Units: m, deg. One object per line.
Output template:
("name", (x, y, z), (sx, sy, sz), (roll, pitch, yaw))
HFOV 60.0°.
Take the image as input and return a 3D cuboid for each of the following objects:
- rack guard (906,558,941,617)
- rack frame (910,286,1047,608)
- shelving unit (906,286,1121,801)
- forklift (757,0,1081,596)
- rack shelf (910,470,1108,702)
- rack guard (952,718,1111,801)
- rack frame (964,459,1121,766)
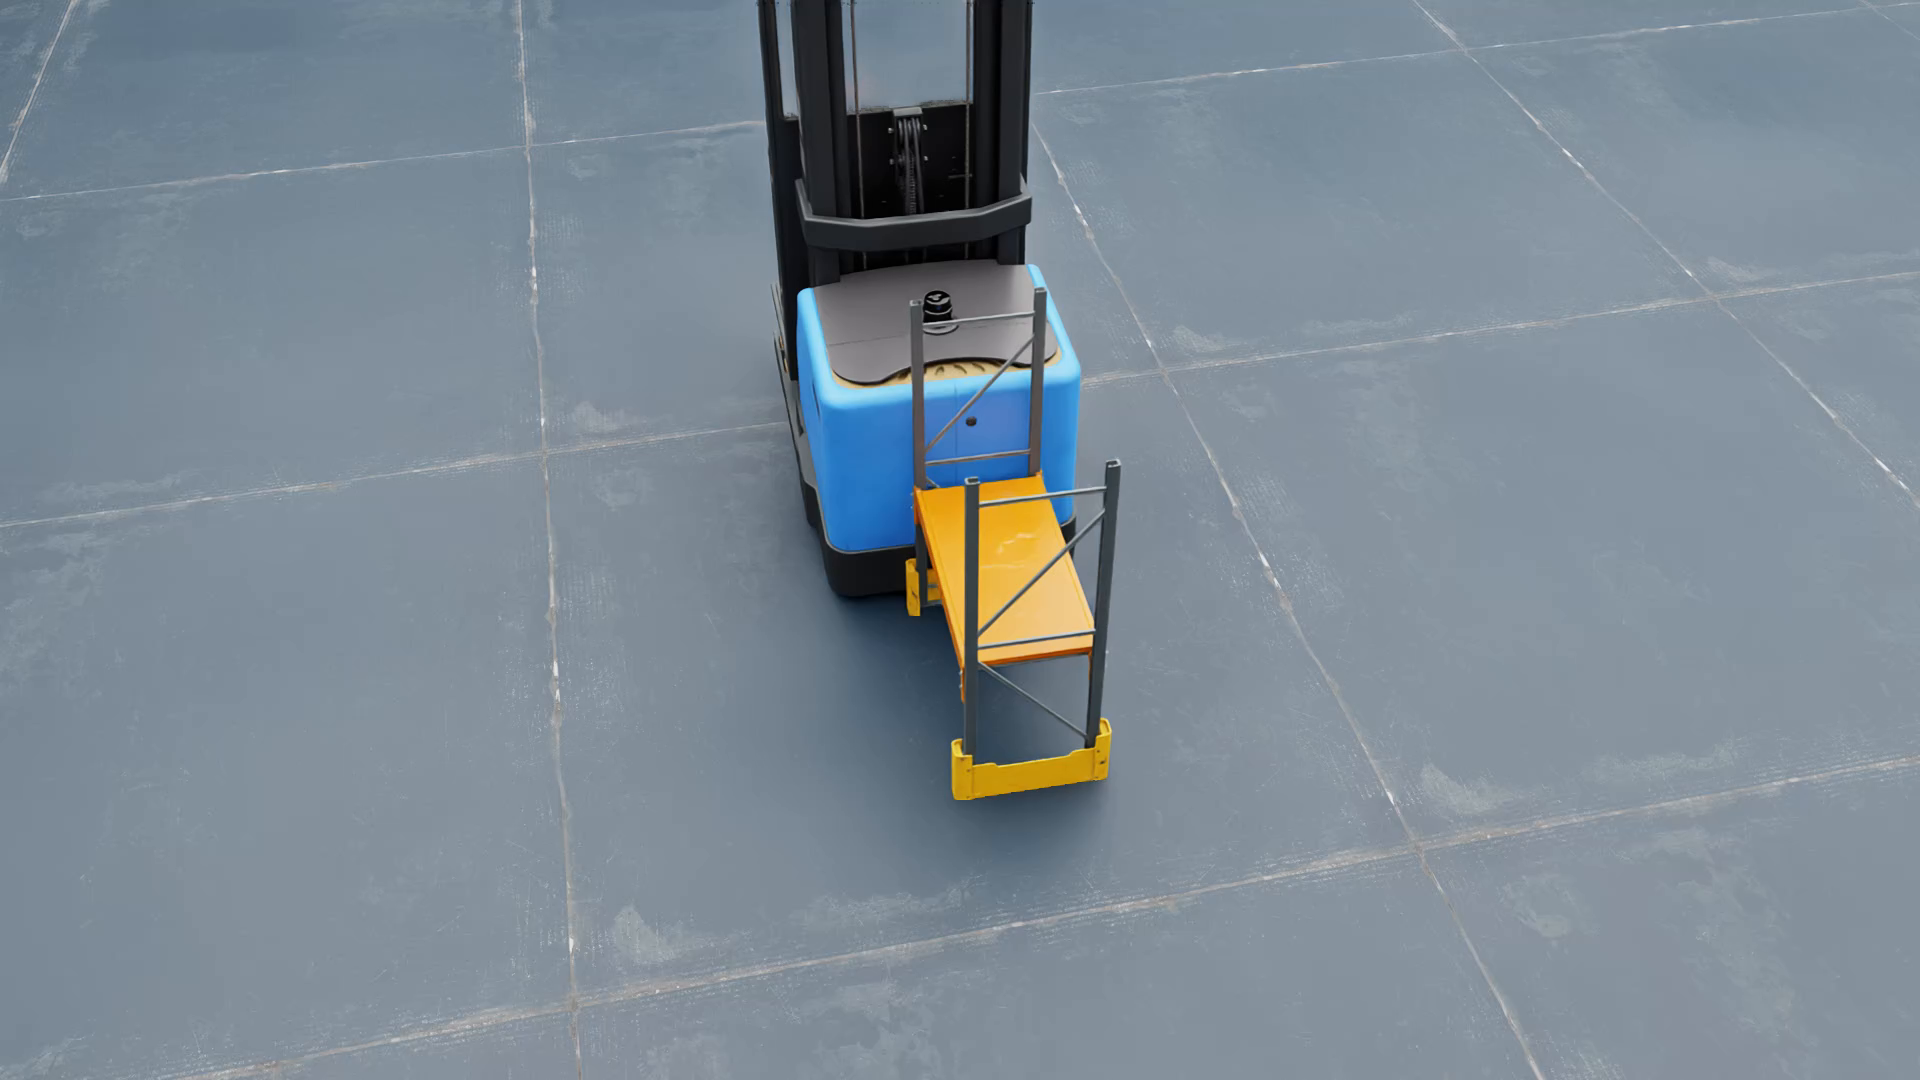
("rack guard", (0.071, 0.163, 6.878), (0.587, 0.250, 0.087), (-7, 42, -8))
("rack frame", (0.067, -0.317, 6.477), (0.500, 1.500, 0.032), (-7, 42, -8))
("shelving unit", (0.167, 0.021, 6.097), (0.587, 1.500, 1.083), (-7, 42, -8))
("forklift", (-0.302, -1.849, 7.125), (1.130, 2.935, 3.031), (-7, 42, -8))
("rack shelf", (0.165, 0.149, 6.223), (0.538, 0.185, 1.000), (-7, 42, -8))
("rack guard", (0.262, 0.812, 6.146), (0.587, 0.250, 0.087), (-7, 42, -8))
("rack frame", (0.262, 0.346, 5.731), (0.500, 1.500, 0.032), (-7, 42, -8))
